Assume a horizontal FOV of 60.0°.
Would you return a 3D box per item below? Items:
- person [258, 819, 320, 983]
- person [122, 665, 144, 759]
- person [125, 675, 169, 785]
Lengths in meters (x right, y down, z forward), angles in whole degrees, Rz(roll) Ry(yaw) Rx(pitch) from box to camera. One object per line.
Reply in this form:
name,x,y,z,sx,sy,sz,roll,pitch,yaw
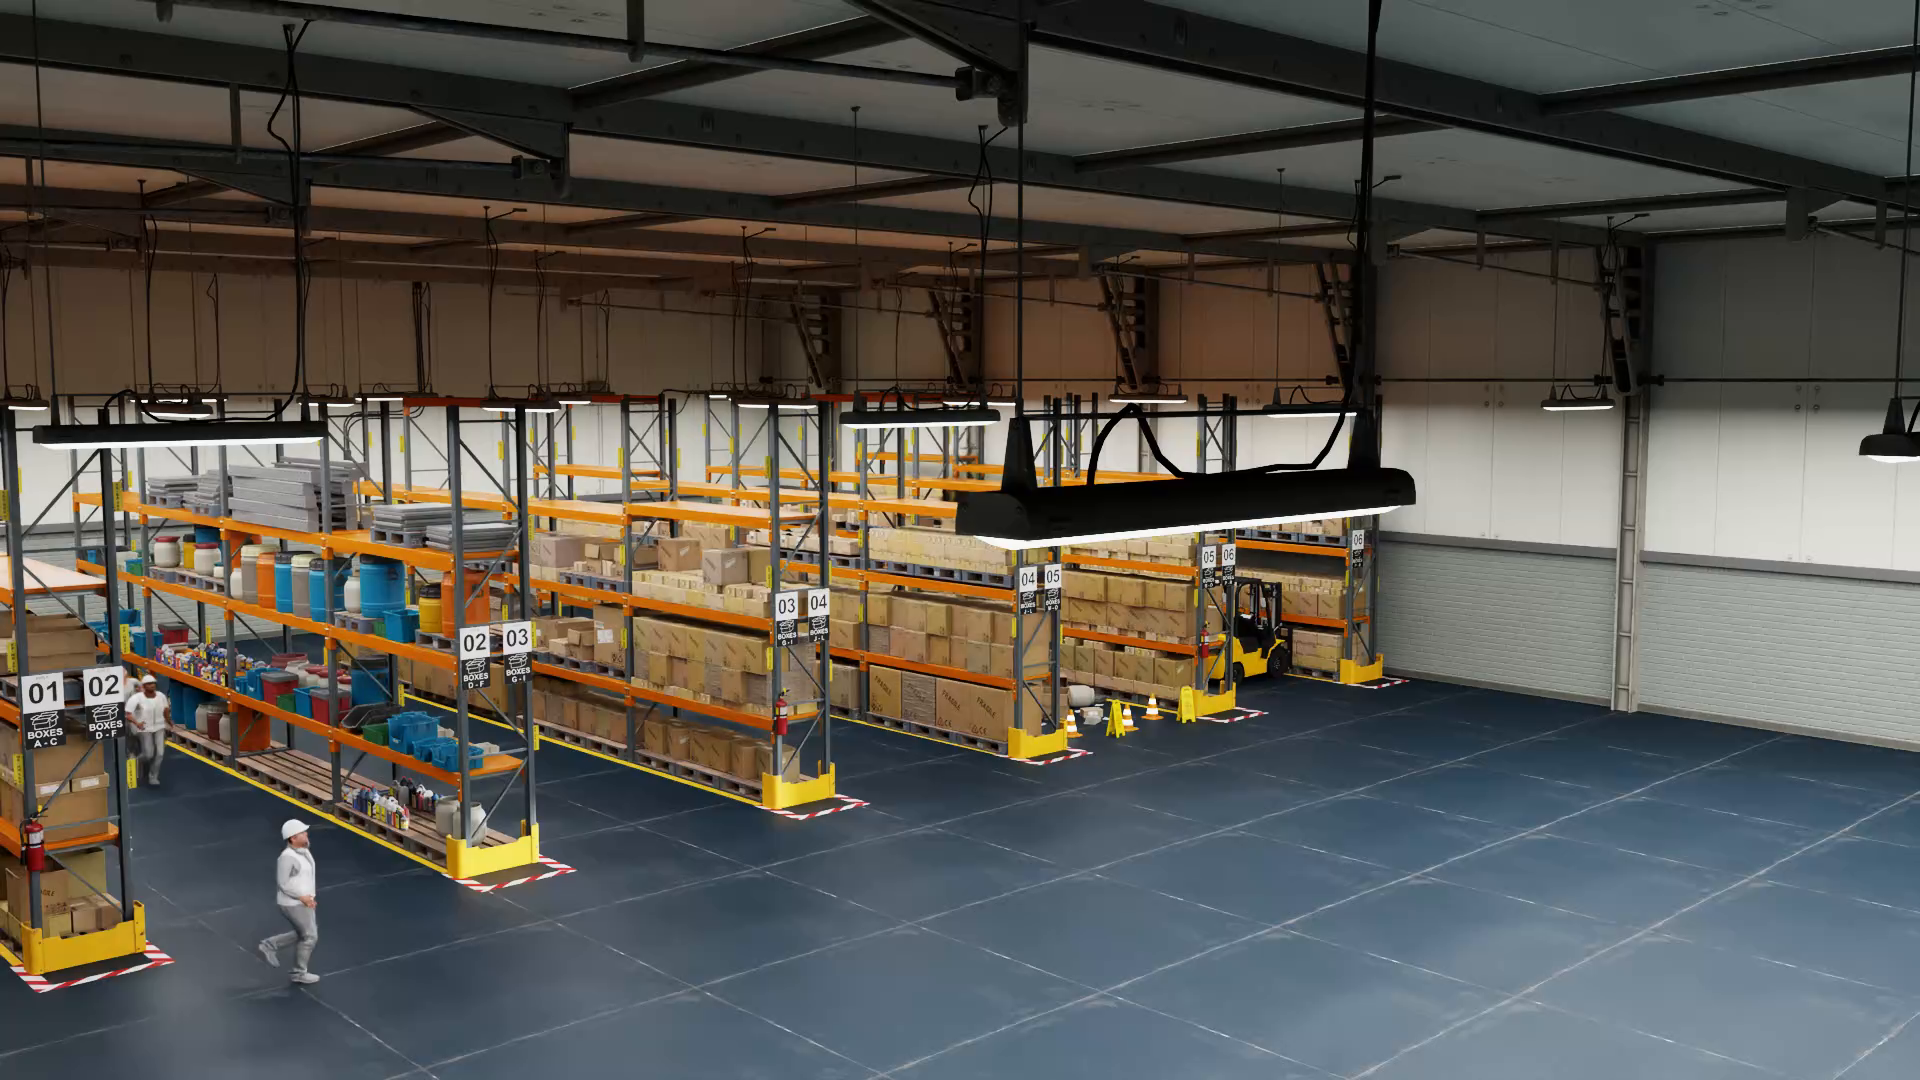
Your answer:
person,-7.052,3.788,17.456,0.652,1.753,0.667,-1,6,-8
person,-13.701,2.852,27.350,0.574,1.636,0.833,-3,6,-32
person,-12.689,2.958,26.024,0.571,1.722,0.671,4,7,38
